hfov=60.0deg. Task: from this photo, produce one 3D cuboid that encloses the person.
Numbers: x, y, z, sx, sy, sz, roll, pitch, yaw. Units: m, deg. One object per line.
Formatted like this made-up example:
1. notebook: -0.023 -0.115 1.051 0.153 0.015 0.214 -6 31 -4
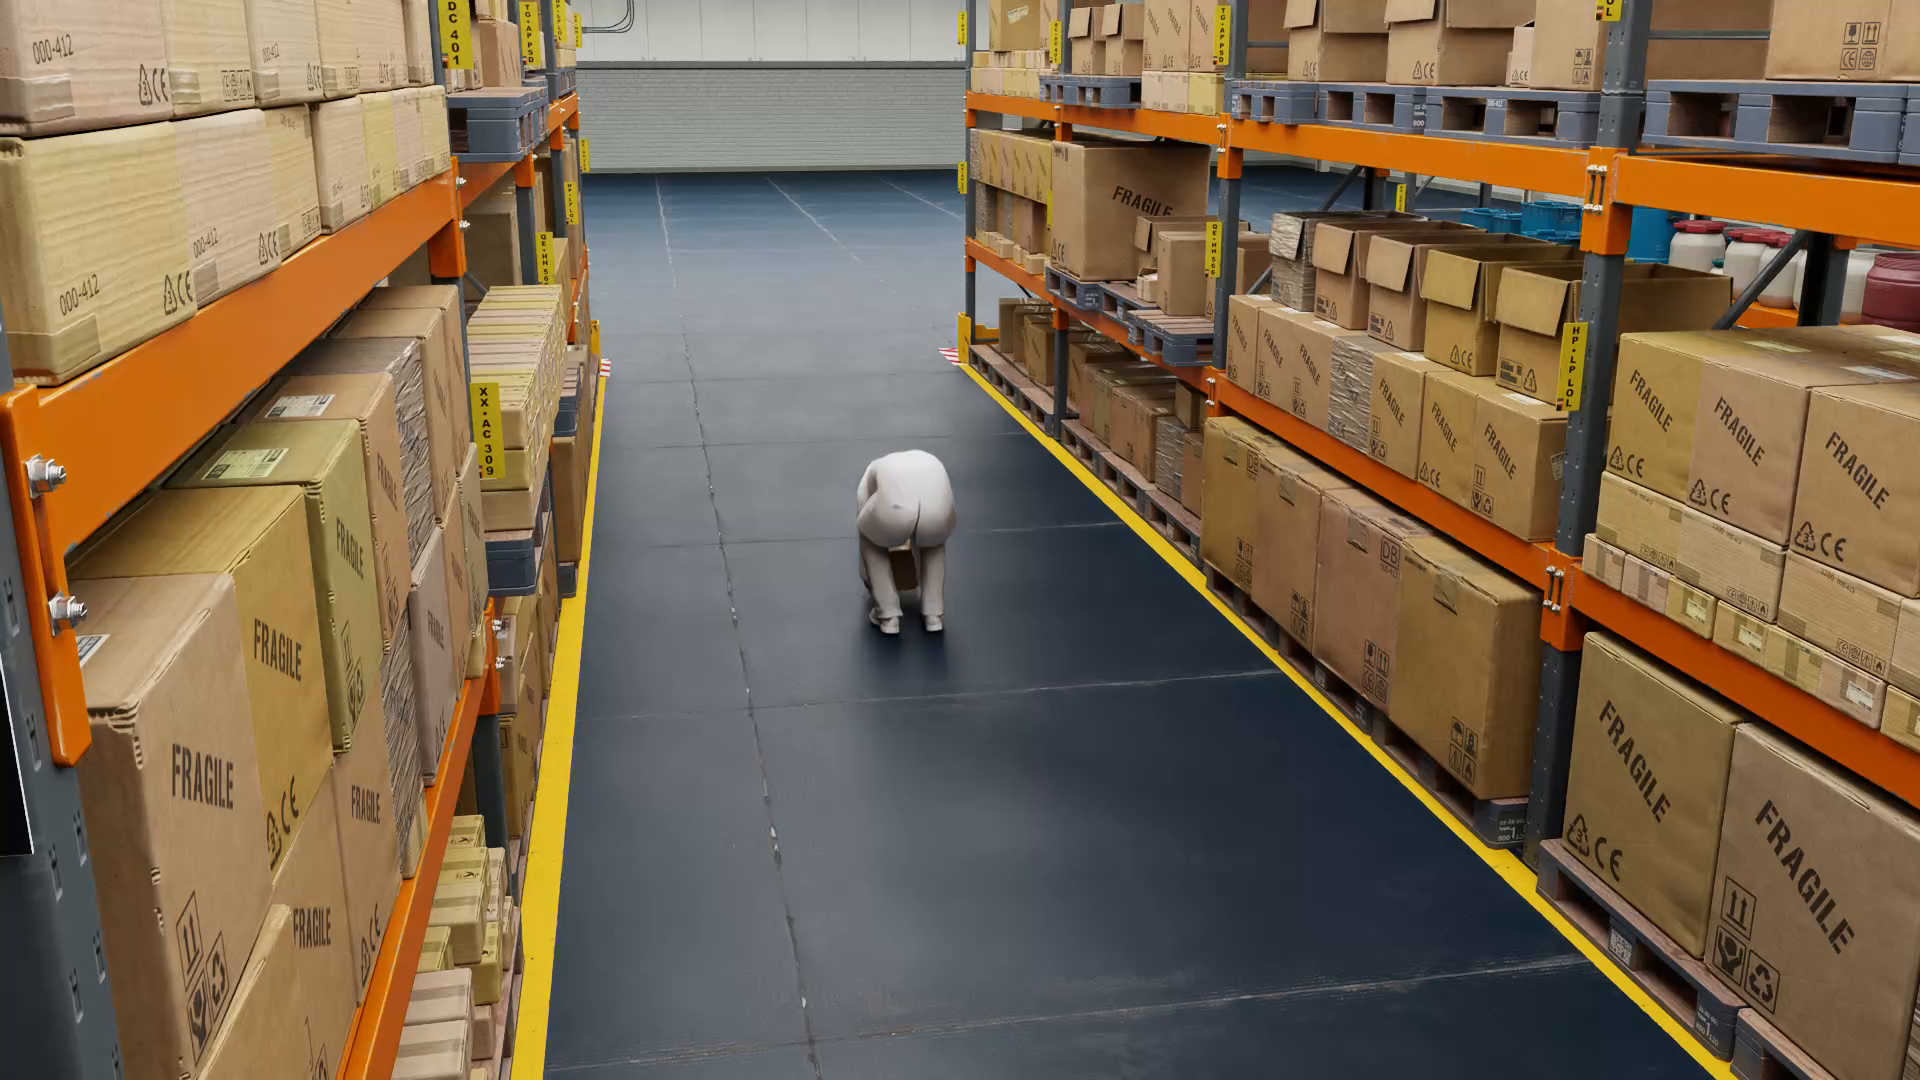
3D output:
1. person: -0.308 -0.354 9.287 0.631 1.773 0.427 -4 17 -13
